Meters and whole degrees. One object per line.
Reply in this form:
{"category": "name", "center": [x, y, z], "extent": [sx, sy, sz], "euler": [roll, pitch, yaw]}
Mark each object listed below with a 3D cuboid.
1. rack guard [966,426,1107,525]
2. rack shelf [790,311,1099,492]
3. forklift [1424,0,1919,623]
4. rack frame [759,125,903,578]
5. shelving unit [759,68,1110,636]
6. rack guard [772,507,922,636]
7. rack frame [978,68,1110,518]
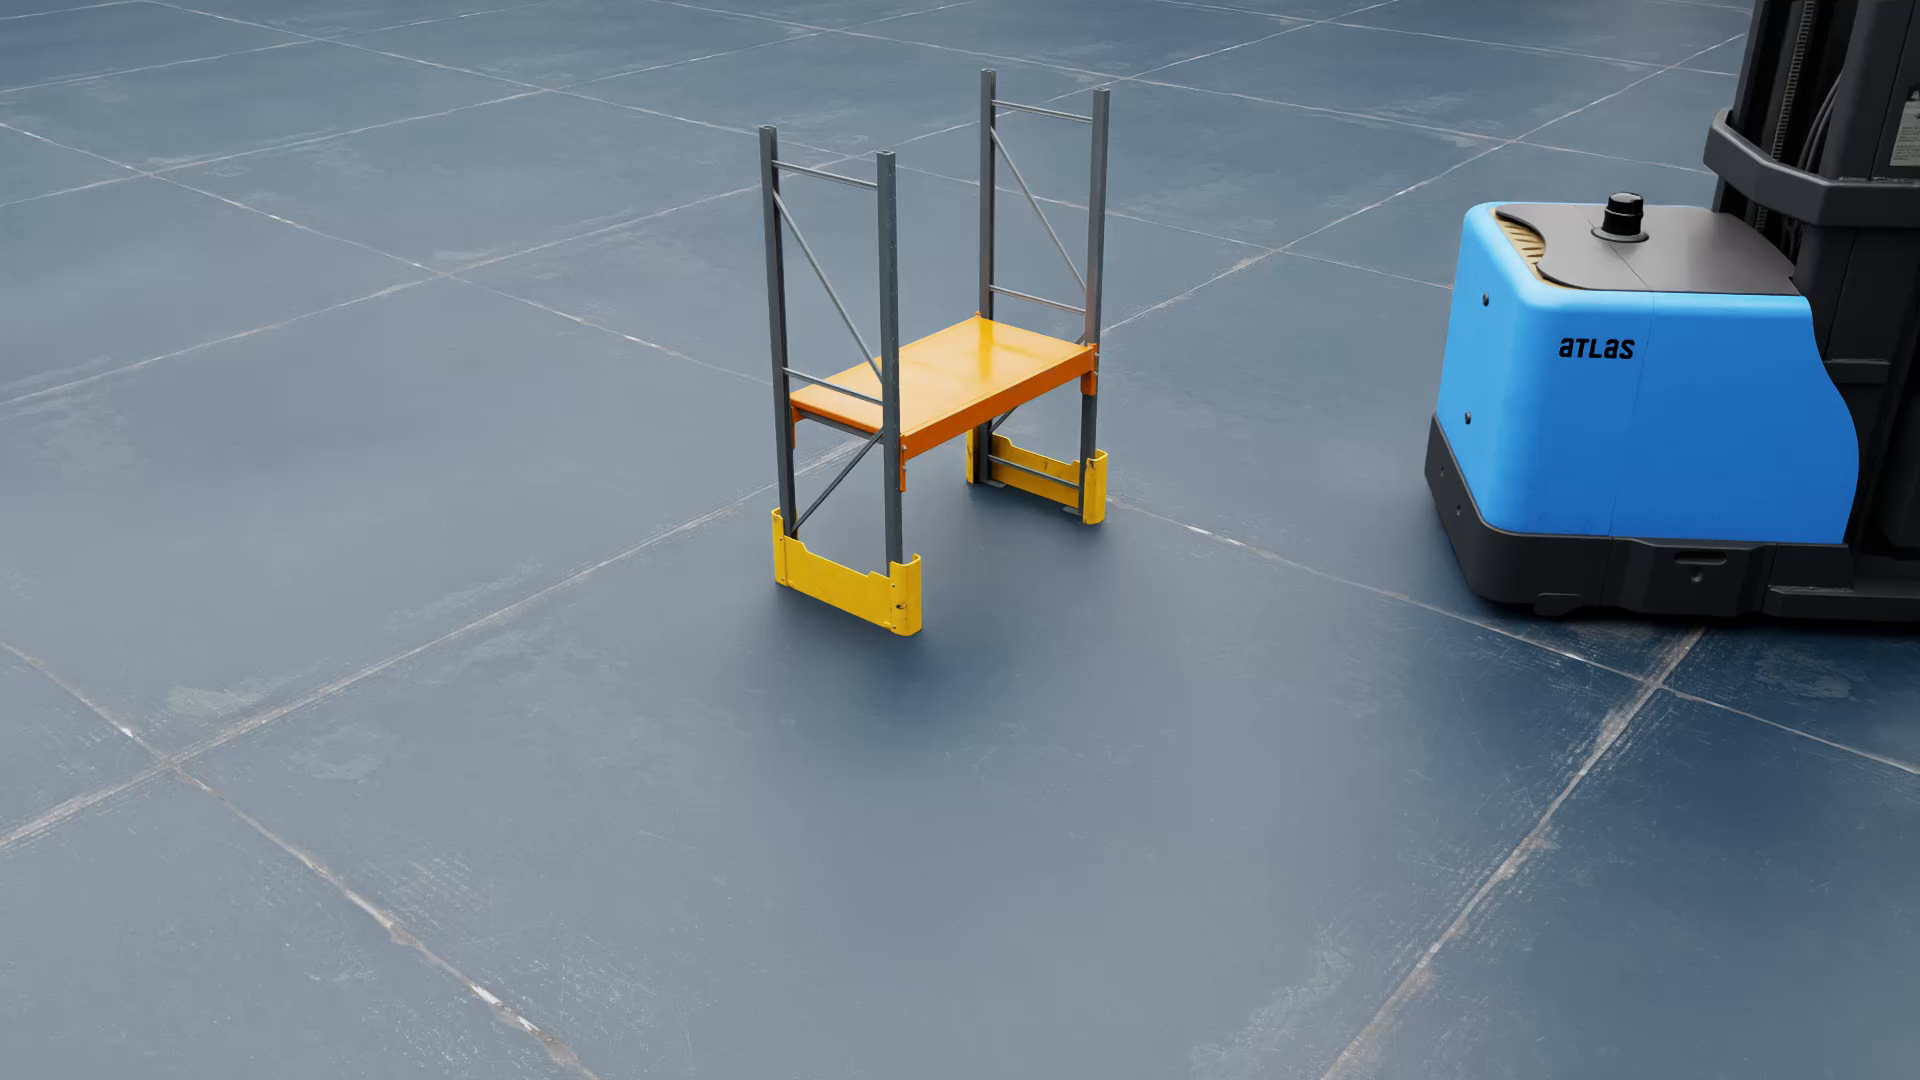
{"category": "rack guard", "center": [0.268, -0.261, 5.982], "extent": [0.587, 0.250, 0.087], "euler": [21, 34, 34]}
{"category": "rack shelf", "center": [-0.054, -0.476, 5.430], "extent": [0.538, 0.185, 1.000], "euler": [21, 34, 34]}
{"category": "forklift", "center": [3.168, -1.230, 4.938], "extent": [3.031, 2.935, 1.130], "euler": [2, 27, 4]}
{"category": "rack frame", "center": [-0.378, -0.456, 4.999], "extent": [0.500, 1.500, 0.032], "euler": [21, 34, 34]}
{"category": "shelving unit", "center": [-0.048, -0.639, 5.353], "extent": [0.587, 1.500, 1.083], "euler": [21, 34, 34]}
{"category": "rack guard", "center": [-0.365, 0.093, 5.299], "extent": [0.587, 0.250, 0.087], "euler": [21, 34, 34]}
{"category": "rack frame", "center": [0.269, -0.816, 5.695], "extent": [0.500, 1.500, 0.032], "euler": [21, 34, 34]}
